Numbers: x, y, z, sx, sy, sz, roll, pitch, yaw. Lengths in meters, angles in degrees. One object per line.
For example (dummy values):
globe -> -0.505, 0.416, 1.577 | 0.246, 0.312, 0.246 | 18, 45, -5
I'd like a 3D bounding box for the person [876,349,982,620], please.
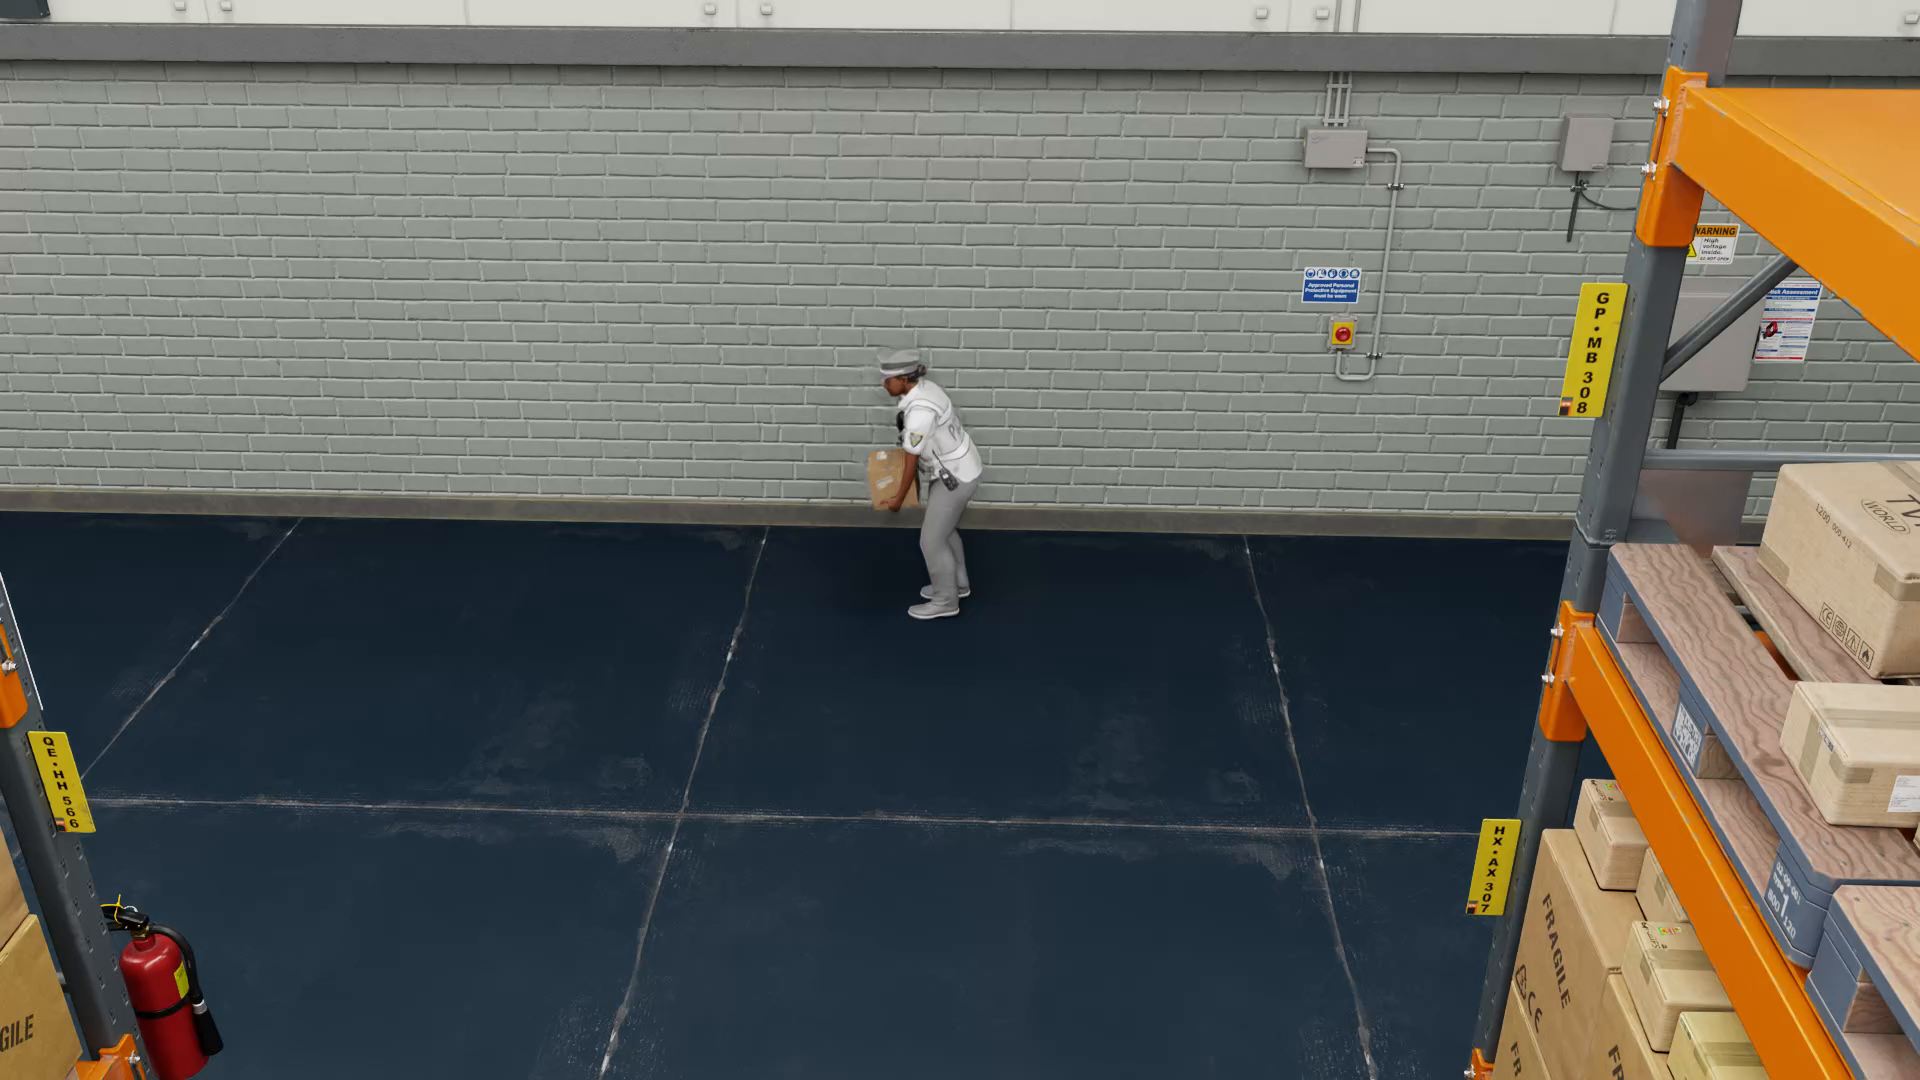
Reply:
person -> -0.164, -0.313, 9.289 | 0.575, 1.595, 0.413 | 1, 28, 1
